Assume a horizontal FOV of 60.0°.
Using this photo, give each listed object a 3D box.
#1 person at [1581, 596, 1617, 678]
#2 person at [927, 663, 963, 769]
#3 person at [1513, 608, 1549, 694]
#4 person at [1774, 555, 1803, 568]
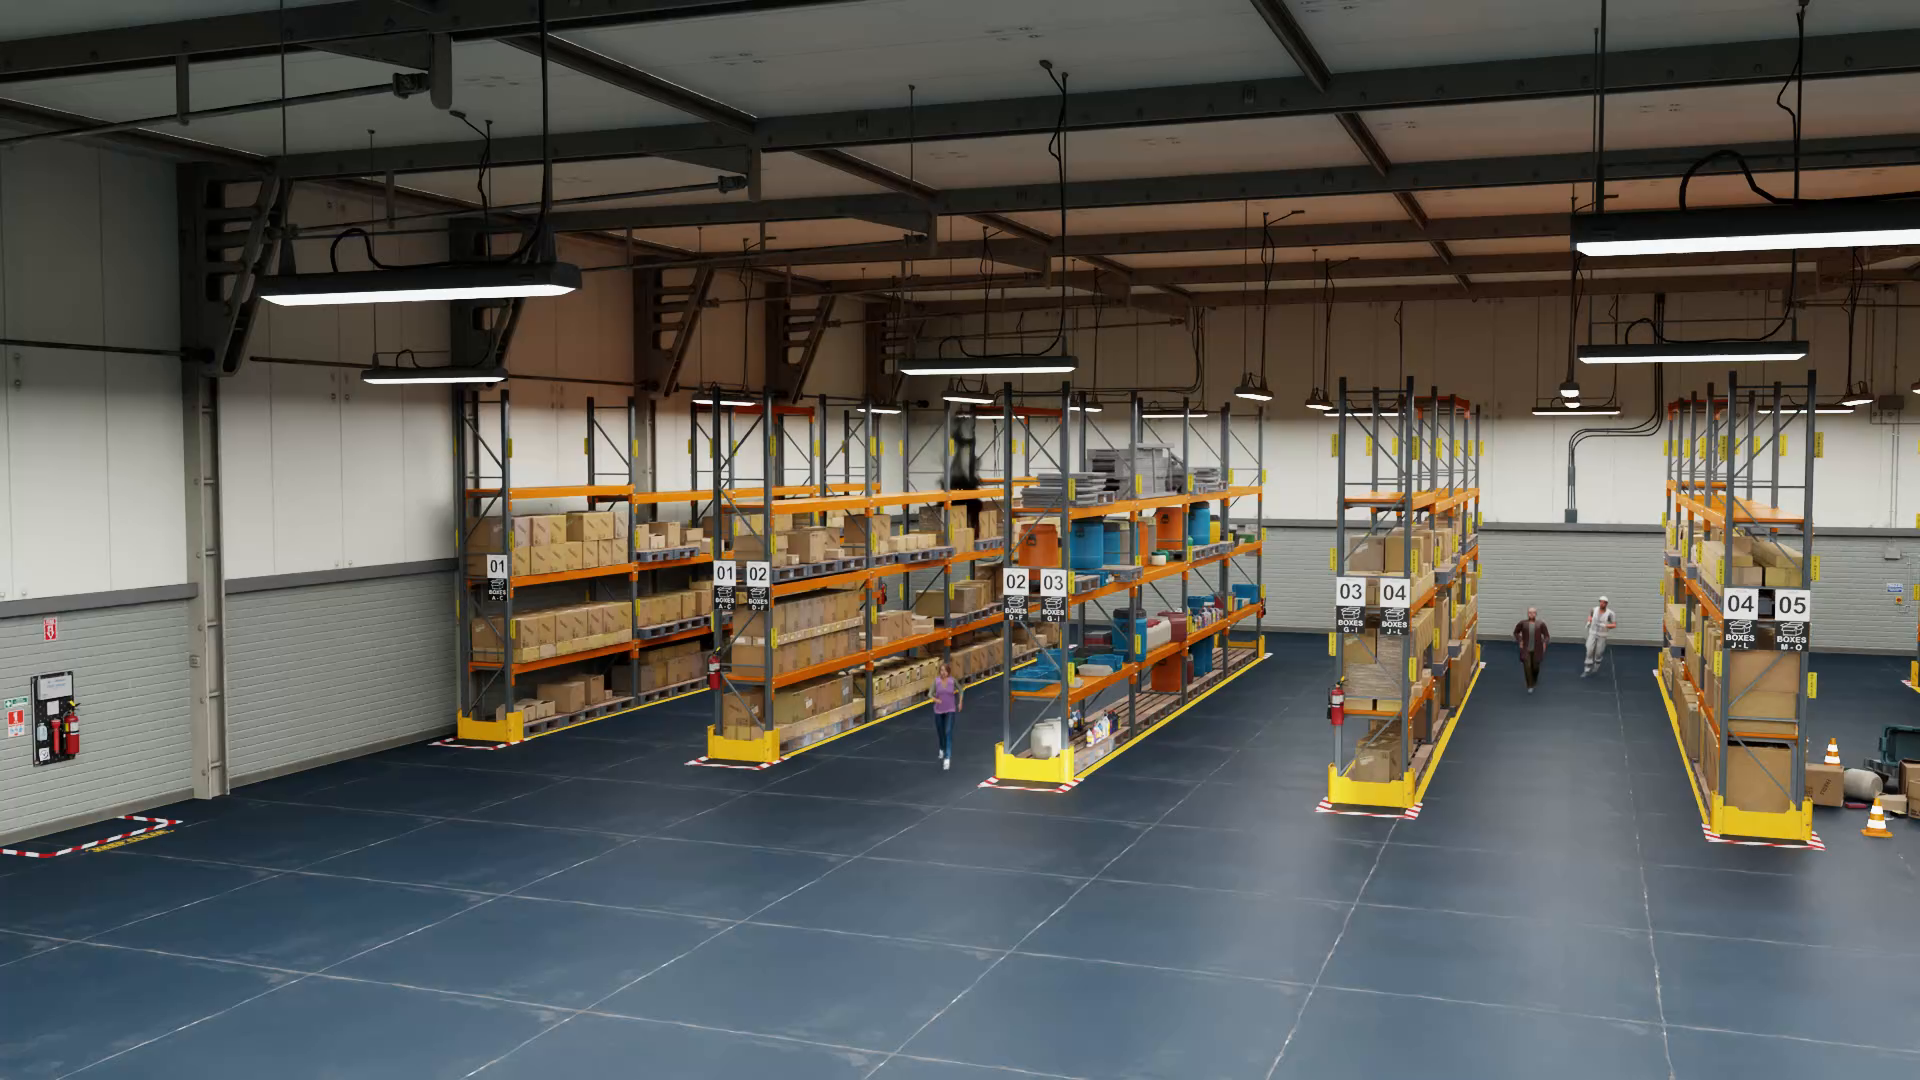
[{"bbox_3d":[14.065,2.127,36.455,0.670,1.809,0.883,2,4,36],"label":"person"},{"bbox_3d":[-0.234,2.751,26.315,0.557,1.631,0.744,0,3,6],"label":"person"},{"bbox_3d":[11.738,2.262,34.196,0.712,1.744,0.728,1,3,19],"label":"person"},{"bbox_3d":[16.105,1.625,28.925,1.169,3.633,18.243,3,4,39],"label":"person"}]
